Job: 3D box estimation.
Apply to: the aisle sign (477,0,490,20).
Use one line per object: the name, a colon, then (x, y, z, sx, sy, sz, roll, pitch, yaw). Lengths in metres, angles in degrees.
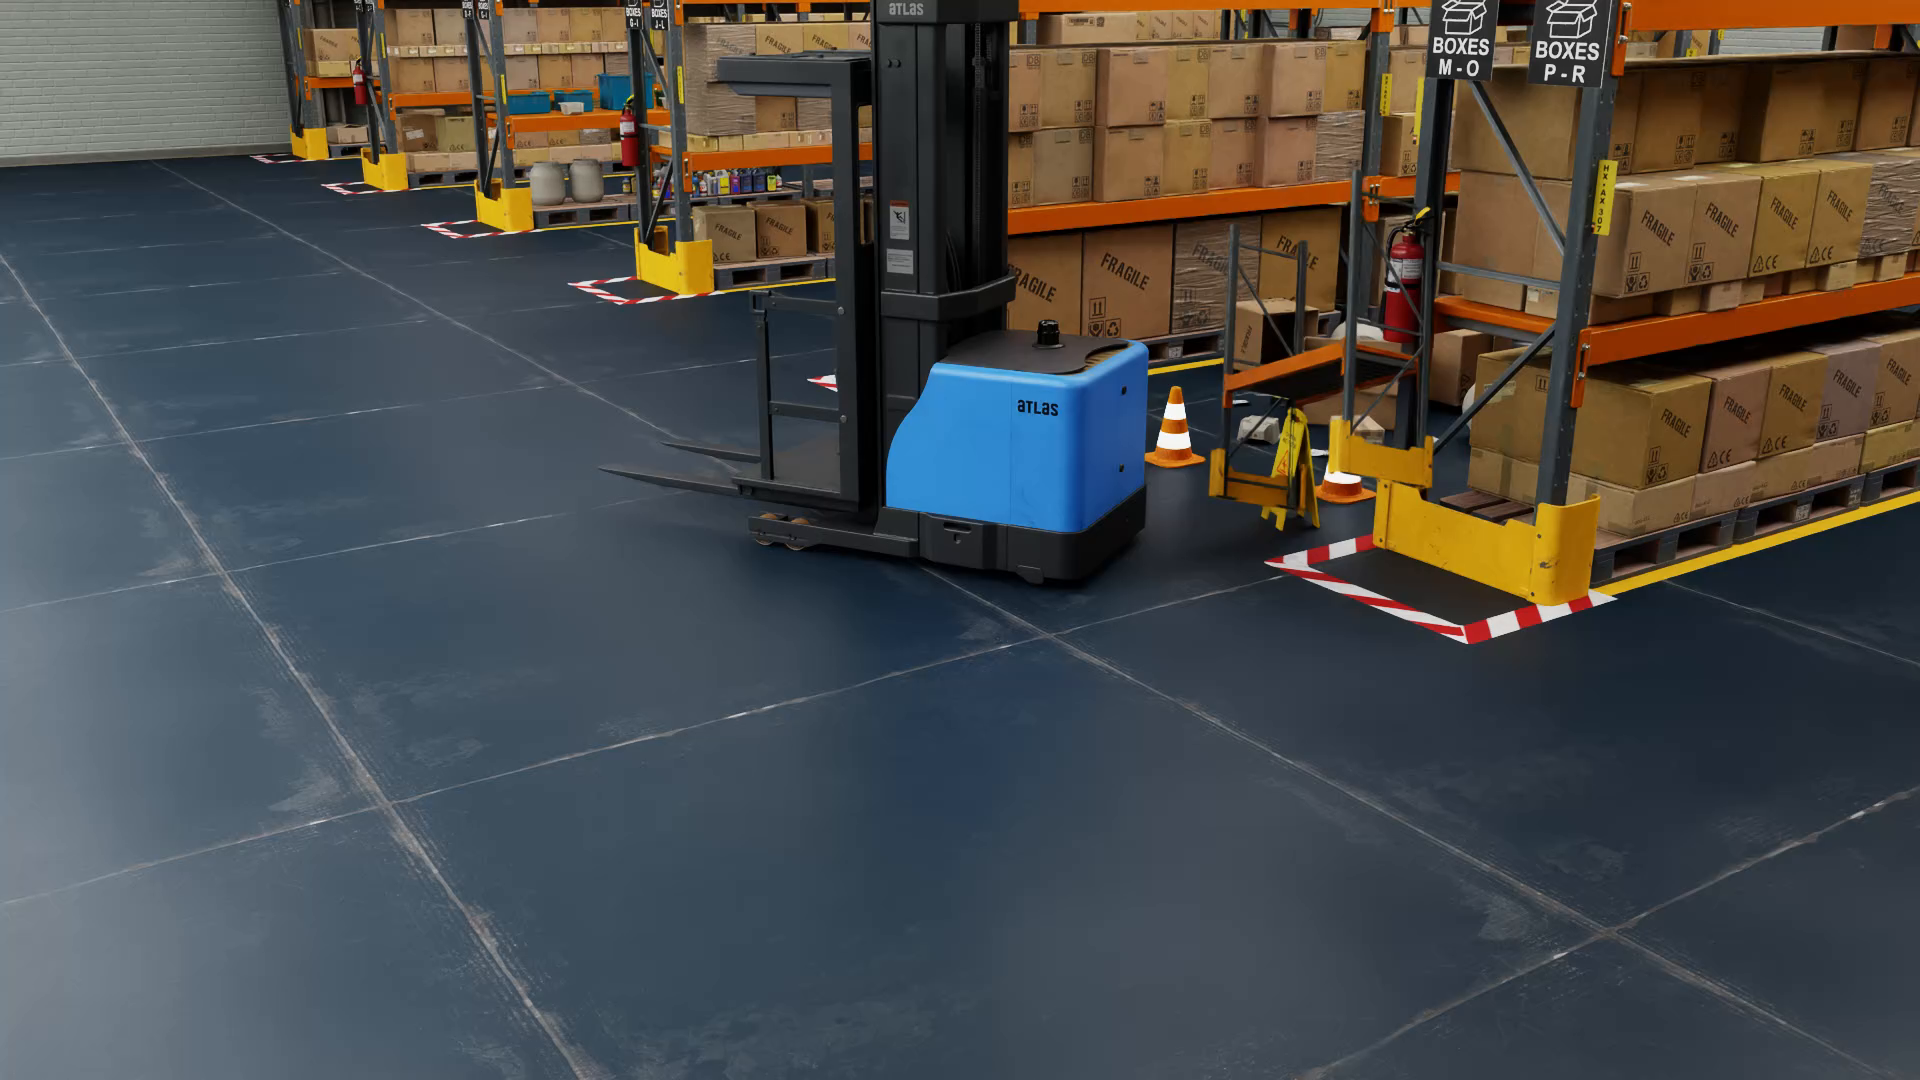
aisle sign: (-5.492, -6.384, 19.083, 0.004, 0.787, 0.394, -12, 22, -31)

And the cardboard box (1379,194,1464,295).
cardboard box: (4.392, -2.714, 15.144, 0.750, 0.750, 1.050, -12, 22, -31)

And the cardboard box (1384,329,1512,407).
cardboard box: (3.432, -1.303, 11.799, 0.503, 0.637, 0.797, -12, 22, -31)

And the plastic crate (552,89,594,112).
plastic crate: (-4.794, -5.454, 20.624, 0.408, 0.251, 0.499, -12, 22, -31)

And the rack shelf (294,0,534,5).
rack shelf: (-9.371, -9.326, 28.284, 4.000, 0.370, 1.077, -12, 22, -31)

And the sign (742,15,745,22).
sign: (-4.054, -9.670, 31.178, 0.005, 0.325, 0.100, -12, 22, -31)

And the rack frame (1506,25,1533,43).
rack frame: (7.153, -6.032, 22.102, 0.127, 3.000, 1.000, -12, 22, -31)

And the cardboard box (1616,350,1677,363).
cardboard box: (3.541, -0.823, 9.161, 0.500, 0.500, 0.500, -11, 22, -29)

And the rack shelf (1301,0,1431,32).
rack shelf: (4.786, -4.711, 14.634, 4.000, 0.370, 1.077, -12, 22, -31)

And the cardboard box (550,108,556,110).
cardboard box: (-6.368, -6.351, 25.512, 0.500, 0.500, 0.500, -12, 22, -31)

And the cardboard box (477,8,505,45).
cardboard box: (-7.016, -7.502, 24.268, 0.500, 0.500, 0.700, -12, 22, -31)

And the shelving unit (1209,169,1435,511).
shelving unit: (1.863, -0.984, 8.566, 0.587, 1.500, 1.083, 8, -8, -25)

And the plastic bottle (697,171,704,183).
plastic bottle: (-3.415, -4.763, 21.922, 0.097, 0.271, 0.097, 0, 19, 0)

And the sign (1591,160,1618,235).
sign: (2.880, -1.533, 7.441, 0.005, 0.325, 0.100, -12, 22, -31)

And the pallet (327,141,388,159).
pallet: (-10.280, -6.719, 28.488, 1.213, 0.211, 1.003, -12, 22, -31)

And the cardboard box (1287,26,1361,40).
cardboard box: (4.432, -5.975, 20.209, 0.637, 0.503, 0.797, -11, 22, -30)

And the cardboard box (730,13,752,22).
cardboard box: (-4.124, -10.004, 32.029, 0.500, 0.250, 0.500, -11, 22, -30)

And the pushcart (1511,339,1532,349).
pushcart: (4.626, -1.331, 12.291, 1.648, 0.377, 0.936, 13, 23, 34)

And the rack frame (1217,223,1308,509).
rack frame: (1.644, -0.939, 9.013, 0.500, 1.500, 0.032, 8, -8, -25)

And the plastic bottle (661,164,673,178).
plastic bottle: (-3.823, -4.729, 21.697, 0.185, 0.351, 0.144, -11, 22, -29)

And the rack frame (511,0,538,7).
rack frame: (-7.701, -8.598, 29.691, 0.127, 3.000, 1.000, -12, 22, -31)

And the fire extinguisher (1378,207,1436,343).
fire extinguisher: (2.232, -1.334, 8.327, 0.183, 0.674, 0.296, -12, 22, -31)

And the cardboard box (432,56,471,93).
cardboard box: (-7.481, -6.789, 24.184, 0.500, 0.500, 0.700, -11, 22, -30)

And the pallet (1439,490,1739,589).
pallet: (3.343, -0.094, 8.891, 1.213, 0.211, 1.003, -12, 22, -31)

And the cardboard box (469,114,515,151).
cardboard box: (-6.917, -6.035, 24.579, 0.500, 0.500, 0.500, -12, 22, -31)

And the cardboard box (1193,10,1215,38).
cardboard box: (4.407, -9.667, 31.136, 0.500, 0.500, 0.500, -11, 22, -30)

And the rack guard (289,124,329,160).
rack guard: (-10.978, -6.722, 28.047, 0.348, 0.500, 1.175, -12, 22, -31)

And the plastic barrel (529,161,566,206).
plastic barrel: (-5.085, -4.400, 20.503, 0.421, 0.512, 0.421, 0, 19, 0)

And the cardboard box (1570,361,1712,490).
cardboard box: (3.427, -0.592, 8.477, 0.500, 0.500, 0.500, -13, 22, -33)

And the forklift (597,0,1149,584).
forklift: (-0.560, -1.475, 8.731, 3.031, 2.935, 1.130, 9, 21, 24)

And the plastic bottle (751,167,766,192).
plastic bottle: (-2.632, -4.711, 21.643, 0.185, 0.351, 0.144, -13, 22, -33)

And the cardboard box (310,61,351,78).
cardboard box: (-10.459, -7.833, 27.631, 0.500, 0.250, 0.500, -13, 22, -33)

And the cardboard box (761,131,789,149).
cardboard box: (-1.866, -3.914, 16.230, 0.250, 0.149, 0.380, -12, 22, -31)

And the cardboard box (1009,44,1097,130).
cardboard box: (0.514, -3.333, 12.198, 0.550, 0.550, 0.875, -12, 22, -31)

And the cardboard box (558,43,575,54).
cardboard box: (-5.934, -7.344, 24.814, 0.250, 0.149, 0.380, -12, 22, -32)

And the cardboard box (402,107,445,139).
cardboard box: (-9.298, -7.231, 28.866, 0.500, 0.500, 0.700, -14, 23, -35)

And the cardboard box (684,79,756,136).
cardboard box: (-2.395, -4.196, 16.051, 0.500, 0.500, 0.875, -12, 22, -31)

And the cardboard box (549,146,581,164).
cardboard box: (-6.073, -5.852, 25.207, 0.500, 0.250, 0.500, -12, 22, -31)

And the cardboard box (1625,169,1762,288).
cardboard box: (3.560, -1.557, 8.245, 0.500, 0.500, 0.500, -11, 22, -30)

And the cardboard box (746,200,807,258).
cardboard box: (-1.858, -3.153, 16.834, 0.500, 0.500, 0.500, -6, 20, -17)

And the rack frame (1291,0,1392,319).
rack frame: (3.115, -3.278, 13.957, 0.127, 3.000, 1.000, -12, 22, -31)

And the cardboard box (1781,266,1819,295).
cardboard box: (4.307, -1.415, 8.836, 0.250, 0.149, 0.380, -13, 22, -33)

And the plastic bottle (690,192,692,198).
plastic bottle: (-3.455, -4.457, 21.127, 0.097, 0.201, 0.097, 0, 19, 0)

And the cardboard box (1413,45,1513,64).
cardboard box: (4.377, -4.069, 14.577, 0.500, 0.500, 0.700, -12, 22, -31)

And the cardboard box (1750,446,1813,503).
cardboard box: (4.286, -0.420, 9.138, 0.500, 0.250, 0.500, -10, 21, -28)

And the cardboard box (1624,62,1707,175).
cardboard box: (3.315, -2.165, 8.482, 0.500, 0.500, 0.700, -12, 22, -31)

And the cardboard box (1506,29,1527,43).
cardboard box: (7.390, -6.610, 22.409, 0.500, 0.500, 0.500, -11, 22, -30)

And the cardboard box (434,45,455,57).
cardboard box: (-7.440, -7.026, 23.872, 0.250, 0.149, 0.380, -12, 22, -31)

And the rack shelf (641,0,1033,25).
rack shelf: (-1.199, -5.351, 16.527, 4.000, 0.370, 1.077, -12, 22, -31)

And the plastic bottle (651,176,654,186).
plastic bottle: (-4.016, -4.614, 21.463, 0.133, 0.283, 0.061, -12, 22, -31)

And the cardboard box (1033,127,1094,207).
cardboard box: (0.507, -2.825, 12.382, 0.550, 0.550, 0.875, -12, 22, -31)

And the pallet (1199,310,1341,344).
pallet: (2.437, -1.844, 14.069, 1.213, 0.211, 1.003, -12, 22, -31)
